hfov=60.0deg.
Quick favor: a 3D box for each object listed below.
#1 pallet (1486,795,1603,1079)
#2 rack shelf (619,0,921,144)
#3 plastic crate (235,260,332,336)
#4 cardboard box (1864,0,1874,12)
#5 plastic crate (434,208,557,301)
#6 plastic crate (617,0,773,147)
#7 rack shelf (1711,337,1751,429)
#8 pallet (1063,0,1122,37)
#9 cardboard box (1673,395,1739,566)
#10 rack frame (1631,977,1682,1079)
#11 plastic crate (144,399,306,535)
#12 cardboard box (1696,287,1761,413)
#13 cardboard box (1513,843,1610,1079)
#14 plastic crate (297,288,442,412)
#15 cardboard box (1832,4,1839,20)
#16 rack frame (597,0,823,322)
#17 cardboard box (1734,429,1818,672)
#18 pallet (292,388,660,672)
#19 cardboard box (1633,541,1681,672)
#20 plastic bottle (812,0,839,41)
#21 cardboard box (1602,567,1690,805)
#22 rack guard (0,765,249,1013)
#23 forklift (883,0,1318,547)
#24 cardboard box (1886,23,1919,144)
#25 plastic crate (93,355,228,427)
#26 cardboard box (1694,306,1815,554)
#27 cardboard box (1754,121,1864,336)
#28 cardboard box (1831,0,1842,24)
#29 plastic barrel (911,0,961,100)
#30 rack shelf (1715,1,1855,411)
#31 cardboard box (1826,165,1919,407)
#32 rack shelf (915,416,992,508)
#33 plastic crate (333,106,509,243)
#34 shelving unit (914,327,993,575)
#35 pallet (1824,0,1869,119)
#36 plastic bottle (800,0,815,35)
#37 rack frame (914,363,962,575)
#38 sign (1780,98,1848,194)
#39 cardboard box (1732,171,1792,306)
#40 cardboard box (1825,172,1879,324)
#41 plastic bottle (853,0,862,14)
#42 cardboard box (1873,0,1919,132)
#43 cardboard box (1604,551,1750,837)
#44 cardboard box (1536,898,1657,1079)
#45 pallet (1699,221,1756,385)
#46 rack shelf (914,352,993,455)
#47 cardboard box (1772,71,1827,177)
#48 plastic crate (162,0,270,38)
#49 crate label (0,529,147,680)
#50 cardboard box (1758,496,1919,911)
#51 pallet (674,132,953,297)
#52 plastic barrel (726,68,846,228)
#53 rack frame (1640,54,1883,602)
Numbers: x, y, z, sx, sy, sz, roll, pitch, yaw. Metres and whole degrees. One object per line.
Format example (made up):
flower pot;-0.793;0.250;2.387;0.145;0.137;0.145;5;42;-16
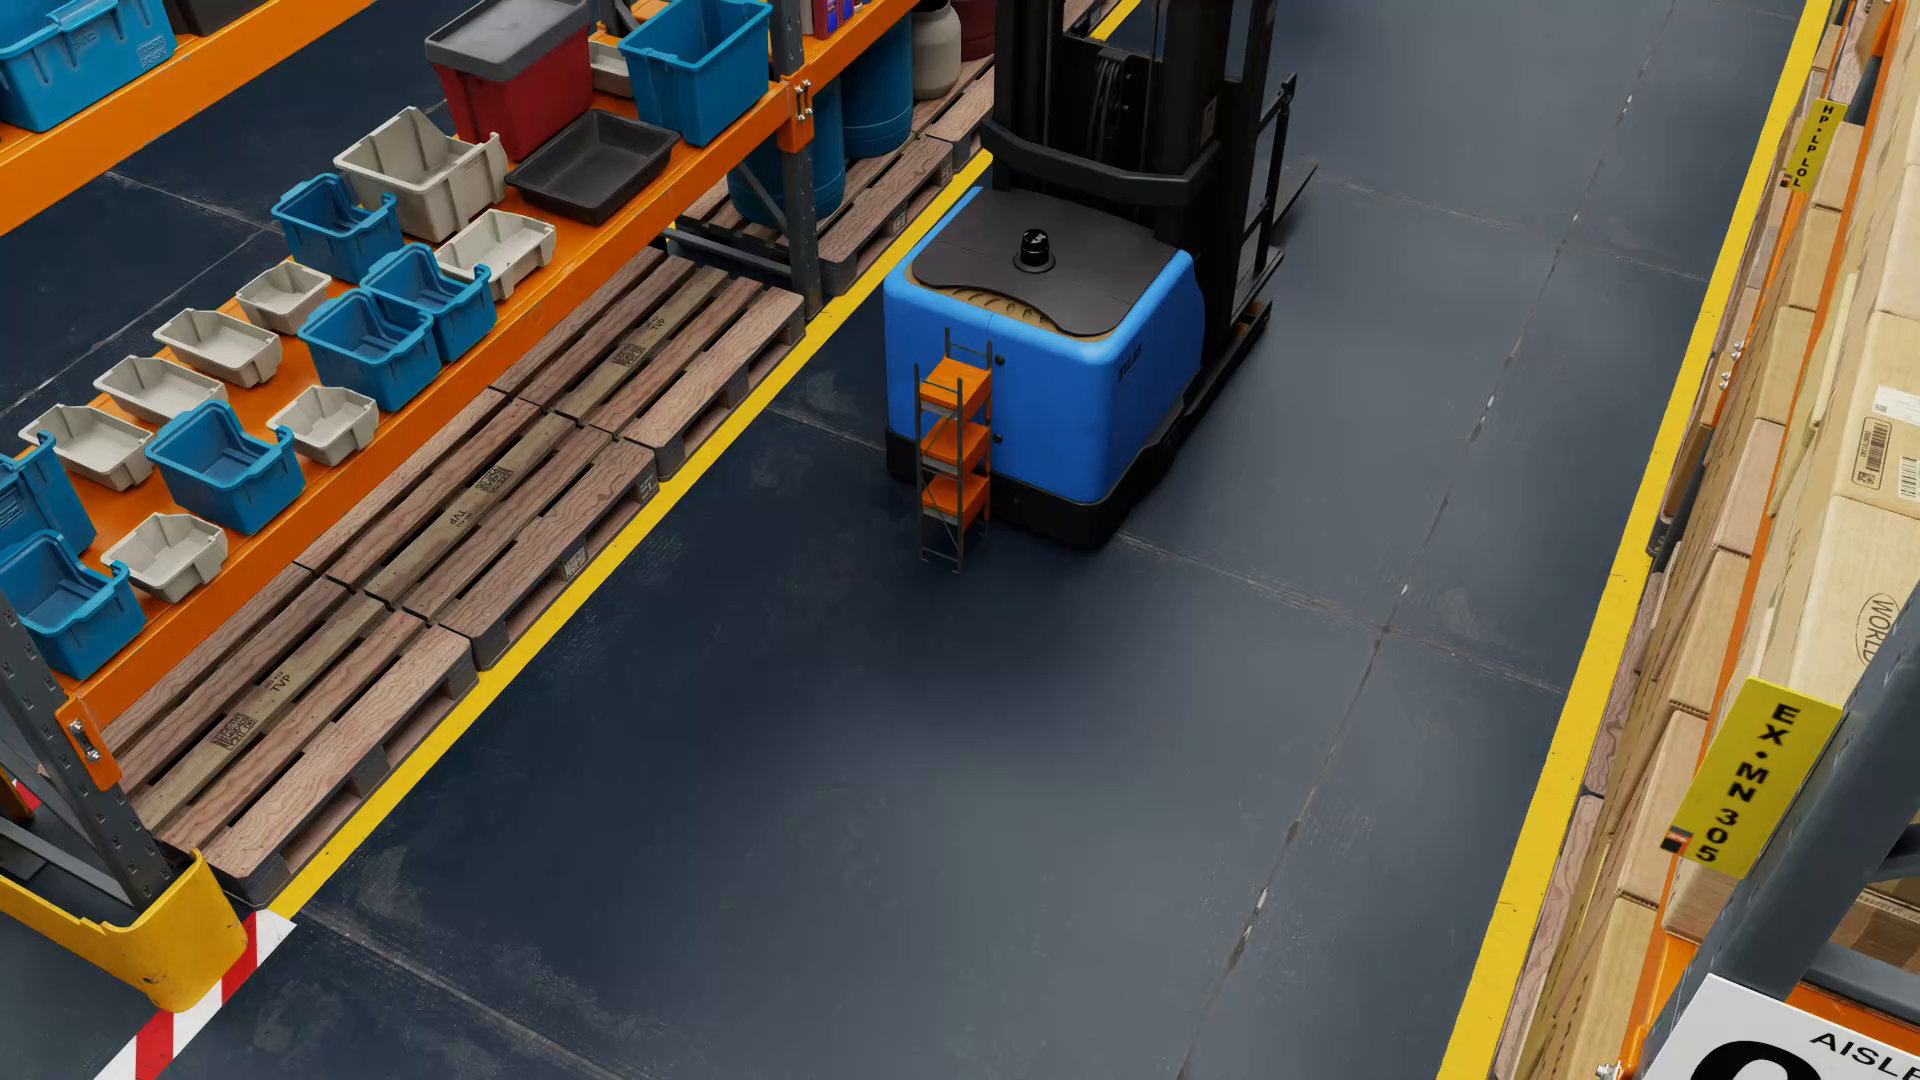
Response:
pallet;2.358;1.505;5.394;1.003;0.211;1.213;20;49;19
rack shelf;-0.214;-3.324;8.712;1.077;0.370;4.000;20;49;19
plastic crate;-2.405;-0.853;5.907;0.298;0.136;0.250;20;49;19
cardboard box;4.314;-2.435;6.962;0.700;0.500;0.500;30;52;26
plastic crate;-1.685;-1.049;6.101;0.293;0.136;0.466;20;49;19
plastic crate;-1.057;-1.926;6.793;0.392;0.384;0.575;20;49;19
rack shelf;2.315;0.834;4.603;1.077;0.370;4.000;20;49;19
pallet;0.385;-3.346;10.189;1.003;0.211;1.213;20;49;19
cardboard box;2.530;-0.160;5.008;0.500;0.500;0.500;21;49;20
rack frame;1.386;1.841;3.102;1.000;3.000;0.127;20;49;19
plastic crate;-2.288;-0.221;5.215;0.416;0.233;0.300;20;49;19
cardboard box;3.455;-0.669;7.030;0.500;0.500;0.500;21;49;19
cardboard box;1.591;1.106;3.758;0.500;0.500;0.500;21;49;19
plastic crate;-1.982;-0.636;5.625;0.416;0.233;0.300;20;49;19
cardboard box;5.128;-2.792;9.318;0.500;0.250;0.500;22;49;20
rack frame;-1.143;-2.317;7.211;1.000;3.000;0.127;20;49;19
cardboard box;1.633;0.117;2.802;0.500;0.250;0.500;20;49;19
pallet;-2.015;-0.089;6.970;1.003;0.211;1.213;20;49;19
cardboard box;2.857;0.304;6.201;0.500;0.311;0.500;20;49;19
plastic bottle;-0.595;-2.366;7.341;0.061;0.283;0.133;20;49;19
cardboard box;2.061;0.476;4.380;0.500;0.500;0.500;20;49;19
rack guard;-2.999;1.101;5.590;1.175;0.500;0.348;20;49;19
forklift;0.839;-2.045;6.991;1.130;2.935;3.031;22;49;20
cardboard box;2.324;-1.005;3.560;0.500;0.250;0.500;20;49;19
plastic crate;-2.634;-0.477;5.535;0.396;0.136;0.243;20;49;19
cardboard box;2.297;-0.213;4.358;0.500;0.500;0.500;19;48;18
cardboard box;2.775;-0.862;4.999;0.500;0.500;0.500;22;49;20
cardboard box;5.125;-2.988;9.118;0.500;0.311;0.500;22;49;20
plastic barrel;-0.205;-2.699;9.043;0.421;0.512;0.421;0;45;0
rack shelf;4.171;-1.686;7.093;1.077;0.370;4.000;20;49;19
cardboard box;1.866;-0.373;2.935;0.500;0.250;0.500;20;49;19
rack shelf;-0.025;-0.328;6.631;0.215;0.259;0.240;20;49;19
plastic crate;-2.015;-1.395;6.341;0.437;0.282;0.530;20;49;19
shelving unit;-0.025;-0.335;6.623;0.215;1.050;0.252;20;49;19
pallet;4.201;-1.905;6.938;1.003;0.211;1.213;20;49;19
plastic bottle;-0.673;-2.440;7.367;0.144;0.351;0.185;20;49;19
rack frame;-0.081;-0.258;6.547;0.200;1.050;0.008;20;49;19
sign;2.750;-1.267;5.359;0.100;0.325;0.005;20;49;19
cardboard box;3.922;-1.306;7.660;0.500;0.500;0.500;19;48;18
cardboard box;2.100;-0.512;3.423;0.500;0.250;0.500;20;49;19
plastic bottle;-0.495;-2.500;7.531;0.097;0.201;0.097;0;45;0
cardboard box;2.562;-1.143;4.047;0.500;0.250;0.500;20;49;19
cardboard box;1.819;0.436;3.716;0.500;0.500;0.500;22;49;20
cardboard box;1.349;1.083;3.077;0.500;0.500;0.500;20;49;19
pallet;4.152;-0.995;7.865;1.003;0.211;1.213;20;49;19
rack shelf;-0.025;-0.527;6.429;0.215;0.259;0.240;20;49;19
cardboard box;4.397;-1.951;8.297;0.500;0.500;0.500;19;48;18
plastic crate;-2.047;-1.701;4.537;0.504;0.338;0.767;20;49;19
crate label;-2.593;0.194;4.805;0.416;0.233;0.303;20;49;19
cardboard box;1.399;0.256;2.313;0.500;0.250;0.500;20;49;19
pallet;-0.747;-1.809;8.669;1.003;0.211;1.213;20;49;19
plastic barrel;-0.875;-2.064;8.141;0.600;0.901;0.708;20;49;19
rack frame;3.243;-0.679;5.592;1.000;3.000;0.127;20;49;19
